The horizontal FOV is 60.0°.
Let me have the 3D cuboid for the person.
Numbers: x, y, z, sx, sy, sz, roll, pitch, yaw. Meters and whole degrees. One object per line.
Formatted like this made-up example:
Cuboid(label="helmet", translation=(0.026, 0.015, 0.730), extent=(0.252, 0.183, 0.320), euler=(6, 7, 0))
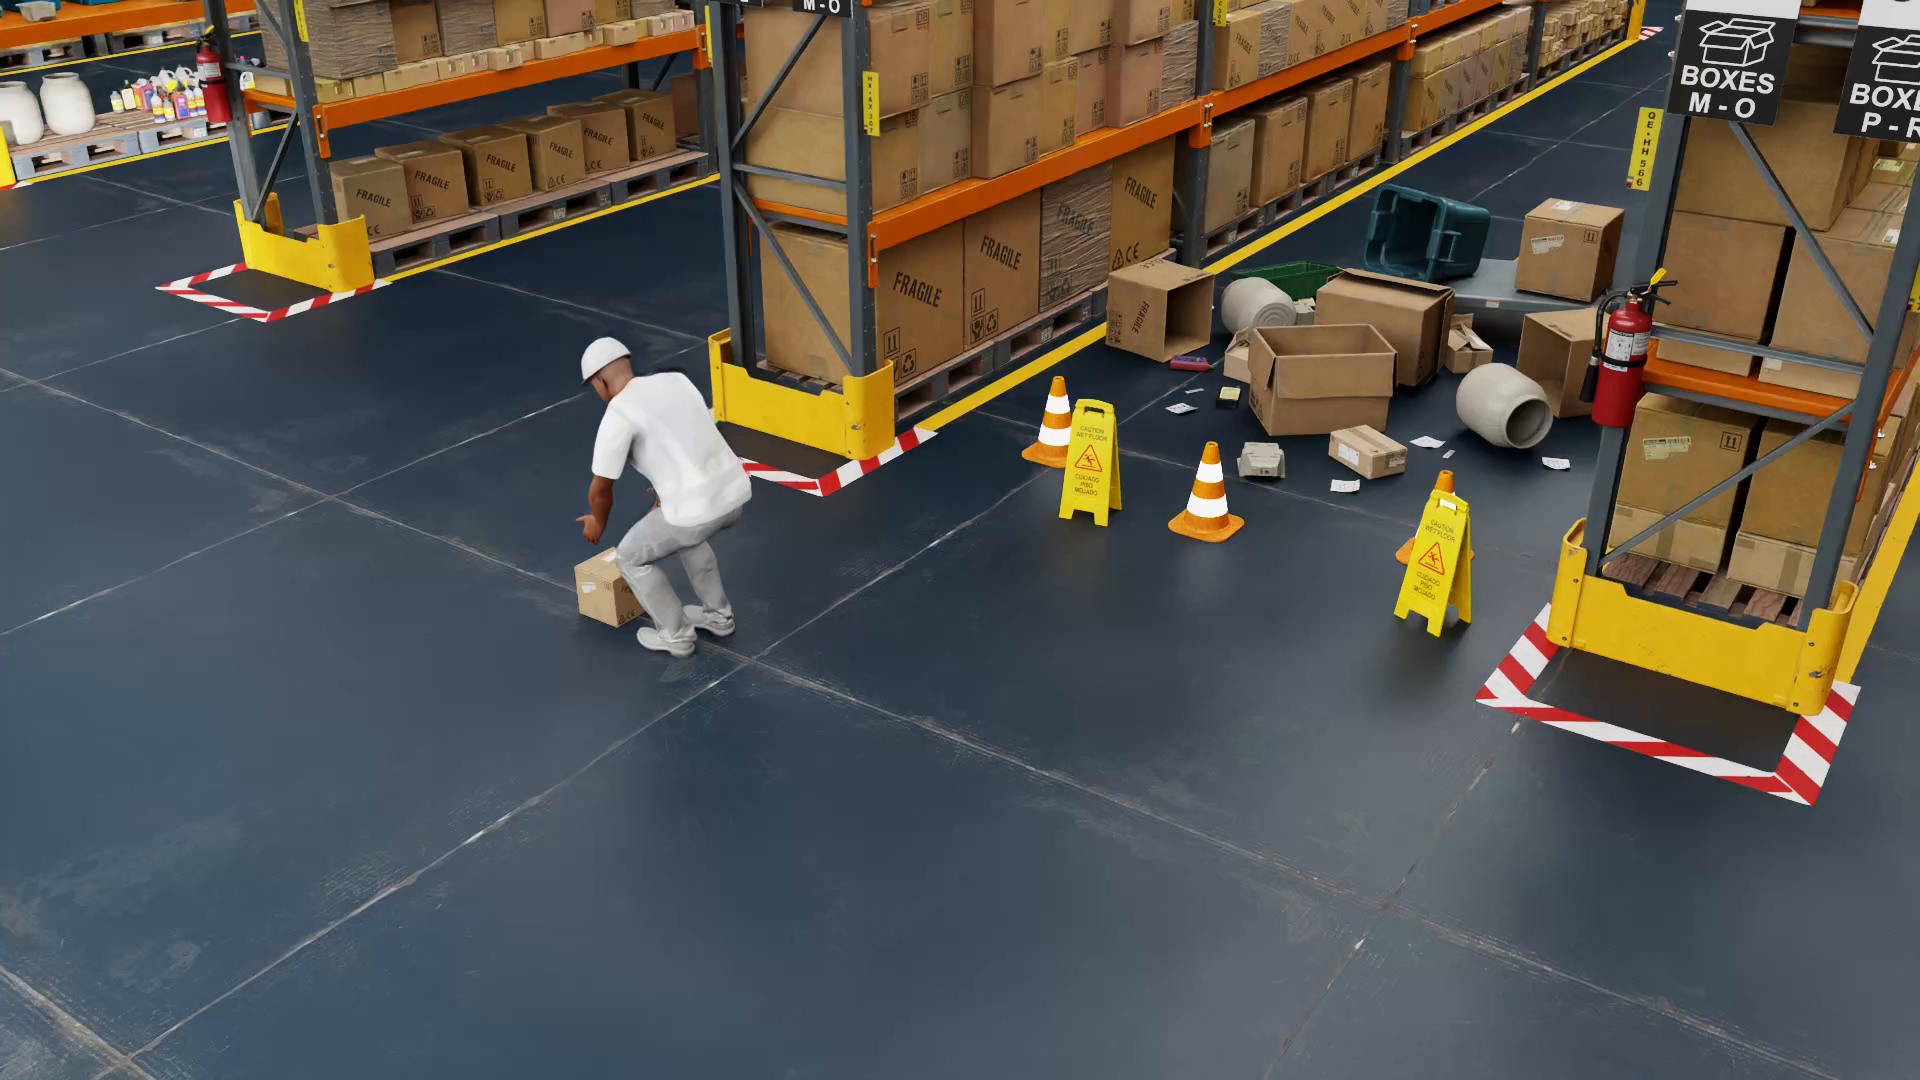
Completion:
Cuboid(label="person", translation=(-1.314, -0.177, 7.346), extent=(0.763, 1.403, 0.631), euler=(17, 32, 31))
